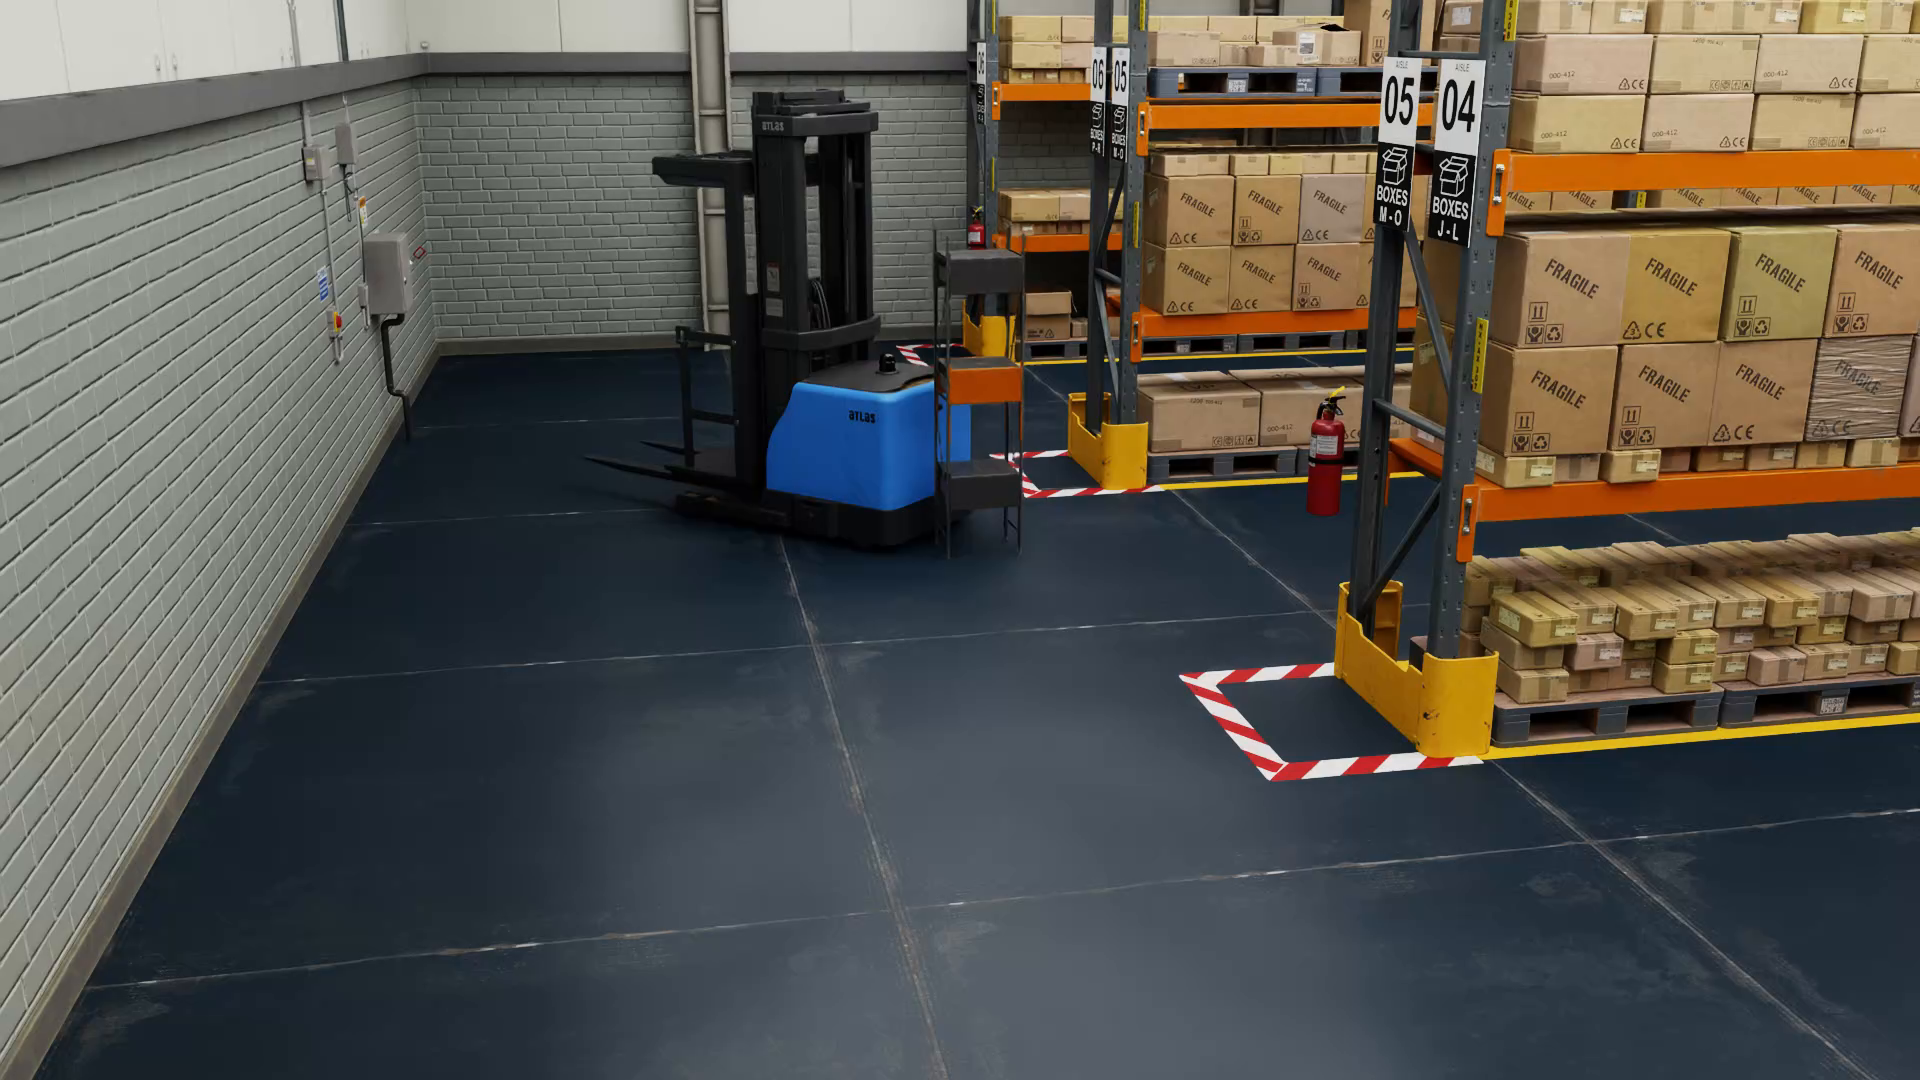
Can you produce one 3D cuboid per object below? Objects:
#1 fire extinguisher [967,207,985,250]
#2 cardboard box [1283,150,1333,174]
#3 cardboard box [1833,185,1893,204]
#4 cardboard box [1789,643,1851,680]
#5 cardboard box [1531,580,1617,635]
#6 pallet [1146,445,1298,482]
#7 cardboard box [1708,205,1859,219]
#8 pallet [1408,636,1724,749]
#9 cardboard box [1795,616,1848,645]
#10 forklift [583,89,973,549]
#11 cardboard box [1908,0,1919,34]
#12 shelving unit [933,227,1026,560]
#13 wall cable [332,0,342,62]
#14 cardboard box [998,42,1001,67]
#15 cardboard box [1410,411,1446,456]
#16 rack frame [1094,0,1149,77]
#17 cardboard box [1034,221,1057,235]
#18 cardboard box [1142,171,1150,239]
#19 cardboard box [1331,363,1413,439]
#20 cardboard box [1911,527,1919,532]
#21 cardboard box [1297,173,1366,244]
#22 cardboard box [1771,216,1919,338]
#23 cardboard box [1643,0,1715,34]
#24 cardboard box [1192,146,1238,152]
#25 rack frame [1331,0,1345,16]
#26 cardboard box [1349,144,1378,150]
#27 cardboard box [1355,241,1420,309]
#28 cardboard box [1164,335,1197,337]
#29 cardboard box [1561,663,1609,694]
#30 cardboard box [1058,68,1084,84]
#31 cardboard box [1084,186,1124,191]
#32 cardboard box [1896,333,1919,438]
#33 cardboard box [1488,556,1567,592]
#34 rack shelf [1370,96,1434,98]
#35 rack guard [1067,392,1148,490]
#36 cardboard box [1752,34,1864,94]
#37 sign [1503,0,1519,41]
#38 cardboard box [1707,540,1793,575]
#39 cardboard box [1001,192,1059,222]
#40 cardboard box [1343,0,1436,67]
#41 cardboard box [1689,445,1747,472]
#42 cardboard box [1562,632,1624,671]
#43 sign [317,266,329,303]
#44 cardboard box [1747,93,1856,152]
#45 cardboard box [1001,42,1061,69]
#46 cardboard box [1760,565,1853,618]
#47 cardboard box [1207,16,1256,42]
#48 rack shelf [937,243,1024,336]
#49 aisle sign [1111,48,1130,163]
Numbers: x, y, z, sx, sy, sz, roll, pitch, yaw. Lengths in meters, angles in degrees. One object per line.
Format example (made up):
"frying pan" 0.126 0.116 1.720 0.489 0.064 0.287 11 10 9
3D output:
"fire extinguisher" 0.167 -3.059 16.928 0.183 0.674 0.296 -3 17 -10
"cardboard box" 2.594 -2.827 12.428 0.250 0.149 0.380 -3 17 -10
"cardboard box" 7.077 -2.769 13.345 0.500 0.500 0.500 -4 17 -11
"cardboard box" 4.299 0.572 8.481 0.250 0.149 0.380 -3 17 -10
"cardboard box" 3.034 0.333 8.245 0.250 0.149 0.380 -3 17 -9
"pallet" 1.939 -0.719 13.292 1.213 0.211 1.003 -3 17 -10
"cardboard box" 4.135 -1.419 8.442 0.500 0.500 0.500 -4 17 -12
"pallet" 3.086 0.730 8.574 1.213 0.211 1.003 -3 17 -10
"cardboard box" 4.314 0.399 8.538 0.250 0.149 0.380 -2 17 -8
"forklift" -1.419 -1.655 11.707 3.031 2.935 1.130 11 20 32
"cardboard box" 4.370 -2.382 7.575 0.250 0.149 0.380 -4 17 -11
"shelving unit" 0.119 -0.945 10.812 0.503 2.100 0.431 -4 18 -13
"wall cable" -4.502 -4.671 11.194 0.029 3.000 2.355 -3 17 -10
"cardboard box" 0.609 -5.023 17.197 0.500 0.250 0.500 -4 17 -11
"cardboard box" 2.474 -0.543 8.398 0.250 0.149 0.380 -3 17 -10
"rack frame" 1.169 -4.852 11.784 0.127 3.000 1.000 -3 17 -10
"cardboard box" 0.840 -3.262 17.251 0.250 0.149 0.380 -3 17 -9
"cardboard box" 1.597 -2.606 12.814 0.500 0.500 0.500 -3 17 -9
"cardboard box" 3.581 -1.129 13.528 0.875 0.438 0.875 -4 17 -12
"cardboard box" 5.476 0.049 9.169 0.250 0.149 0.380 -2 17 -8
"cardboard box" 2.704 -2.517 12.524 0.500 0.500 0.500 -3 17 -11
"cardboard box" 4.207 -1.262 7.931 0.500 0.500 0.500 -4 17 -12
"cardboard box" 3.103 -2.311 7.342 0.250 0.149 0.380 -3 17 -11
"cardboard box" 1.966 -2.958 12.855 0.250 0.149 0.380 -3 17 -11
"rack frame" 4.151 -6.506 17.167 0.127 3.000 1.000 -3 17 -10
"cardboard box" 3.238 -3.021 13.061 0.250 0.149 0.380 -3 17 -10
"cardboard box" 3.178 -2.068 12.767 0.500 0.500 0.500 -3 17 -9
"cardboard box" 2.227 -2.465 17.770 0.500 0.500 0.500 -3 17 -9
"cardboard box" 3.024 0.624 8.313 0.250 0.149 0.380 -3 17 -11
"cardboard box" 1.089 -4.711 16.861 0.250 0.149 0.380 -3 17 -10
"cardboard box" 1.619 -3.643 17.811 0.500 0.250 0.500 -3 17 -9
"cardboard box" 4.715 -0.812 8.169 0.500 0.500 0.500 -3 17 -11
"cardboard box" 2.937 0.214 8.632 0.250 0.149 0.380 -3 17 -9
"rack shelf" 6.115 -4.840 18.076 4.000 0.370 1.077 -3 17 -10
"rack guard" 1.146 -0.788 13.027 0.348 0.500 1.175 -3 17 -10
"cardboard box" 3.698 -2.168 7.557 0.500 0.250 0.500 -3 17 -10
"sign" 2.311 -2.259 6.959 0.005 0.325 0.100 -3 17 -10
"cardboard box" 4.218 0.131 8.904 0.250 0.149 0.380 -3 17 -10
"cardboard box" 0.720 -3.433 17.130 0.500 0.250 0.500 -3 17 -10
"cardboard box" 3.177 -3.784 12.358 0.500 0.500 0.500 -3 17 -9
"cardboard box" 3.603 -0.454 8.110 0.250 0.149 0.380 -3 17 -11
"cardboard box" 3.050 0.502 8.201 0.250 0.149 0.380 -3 17 -11
"sign" -4.414 -1.776 11.524 0.001 0.218 0.327 -3 17 -10
"cardboard box" 3.718 -1.937 7.657 0.500 0.250 0.500 -4 17 -12
"cardboard box" 0.711 -4.866 16.684 0.500 0.250 0.500 -3 17 -11
"cardboard box" 4.303 0.263 8.475 0.250 0.149 0.380 -3 17 -10
"cardboard box" 2.706 -5.227 17.011 0.500 0.250 0.500 -3 17 -9
"rack shelf" 0.119 -1.601 10.610 0.480 0.518 0.431 -4 18 -13
"aisle sign" 1.154 -3.140 11.998 0.004 0.787 0.394 -3 17 -10
